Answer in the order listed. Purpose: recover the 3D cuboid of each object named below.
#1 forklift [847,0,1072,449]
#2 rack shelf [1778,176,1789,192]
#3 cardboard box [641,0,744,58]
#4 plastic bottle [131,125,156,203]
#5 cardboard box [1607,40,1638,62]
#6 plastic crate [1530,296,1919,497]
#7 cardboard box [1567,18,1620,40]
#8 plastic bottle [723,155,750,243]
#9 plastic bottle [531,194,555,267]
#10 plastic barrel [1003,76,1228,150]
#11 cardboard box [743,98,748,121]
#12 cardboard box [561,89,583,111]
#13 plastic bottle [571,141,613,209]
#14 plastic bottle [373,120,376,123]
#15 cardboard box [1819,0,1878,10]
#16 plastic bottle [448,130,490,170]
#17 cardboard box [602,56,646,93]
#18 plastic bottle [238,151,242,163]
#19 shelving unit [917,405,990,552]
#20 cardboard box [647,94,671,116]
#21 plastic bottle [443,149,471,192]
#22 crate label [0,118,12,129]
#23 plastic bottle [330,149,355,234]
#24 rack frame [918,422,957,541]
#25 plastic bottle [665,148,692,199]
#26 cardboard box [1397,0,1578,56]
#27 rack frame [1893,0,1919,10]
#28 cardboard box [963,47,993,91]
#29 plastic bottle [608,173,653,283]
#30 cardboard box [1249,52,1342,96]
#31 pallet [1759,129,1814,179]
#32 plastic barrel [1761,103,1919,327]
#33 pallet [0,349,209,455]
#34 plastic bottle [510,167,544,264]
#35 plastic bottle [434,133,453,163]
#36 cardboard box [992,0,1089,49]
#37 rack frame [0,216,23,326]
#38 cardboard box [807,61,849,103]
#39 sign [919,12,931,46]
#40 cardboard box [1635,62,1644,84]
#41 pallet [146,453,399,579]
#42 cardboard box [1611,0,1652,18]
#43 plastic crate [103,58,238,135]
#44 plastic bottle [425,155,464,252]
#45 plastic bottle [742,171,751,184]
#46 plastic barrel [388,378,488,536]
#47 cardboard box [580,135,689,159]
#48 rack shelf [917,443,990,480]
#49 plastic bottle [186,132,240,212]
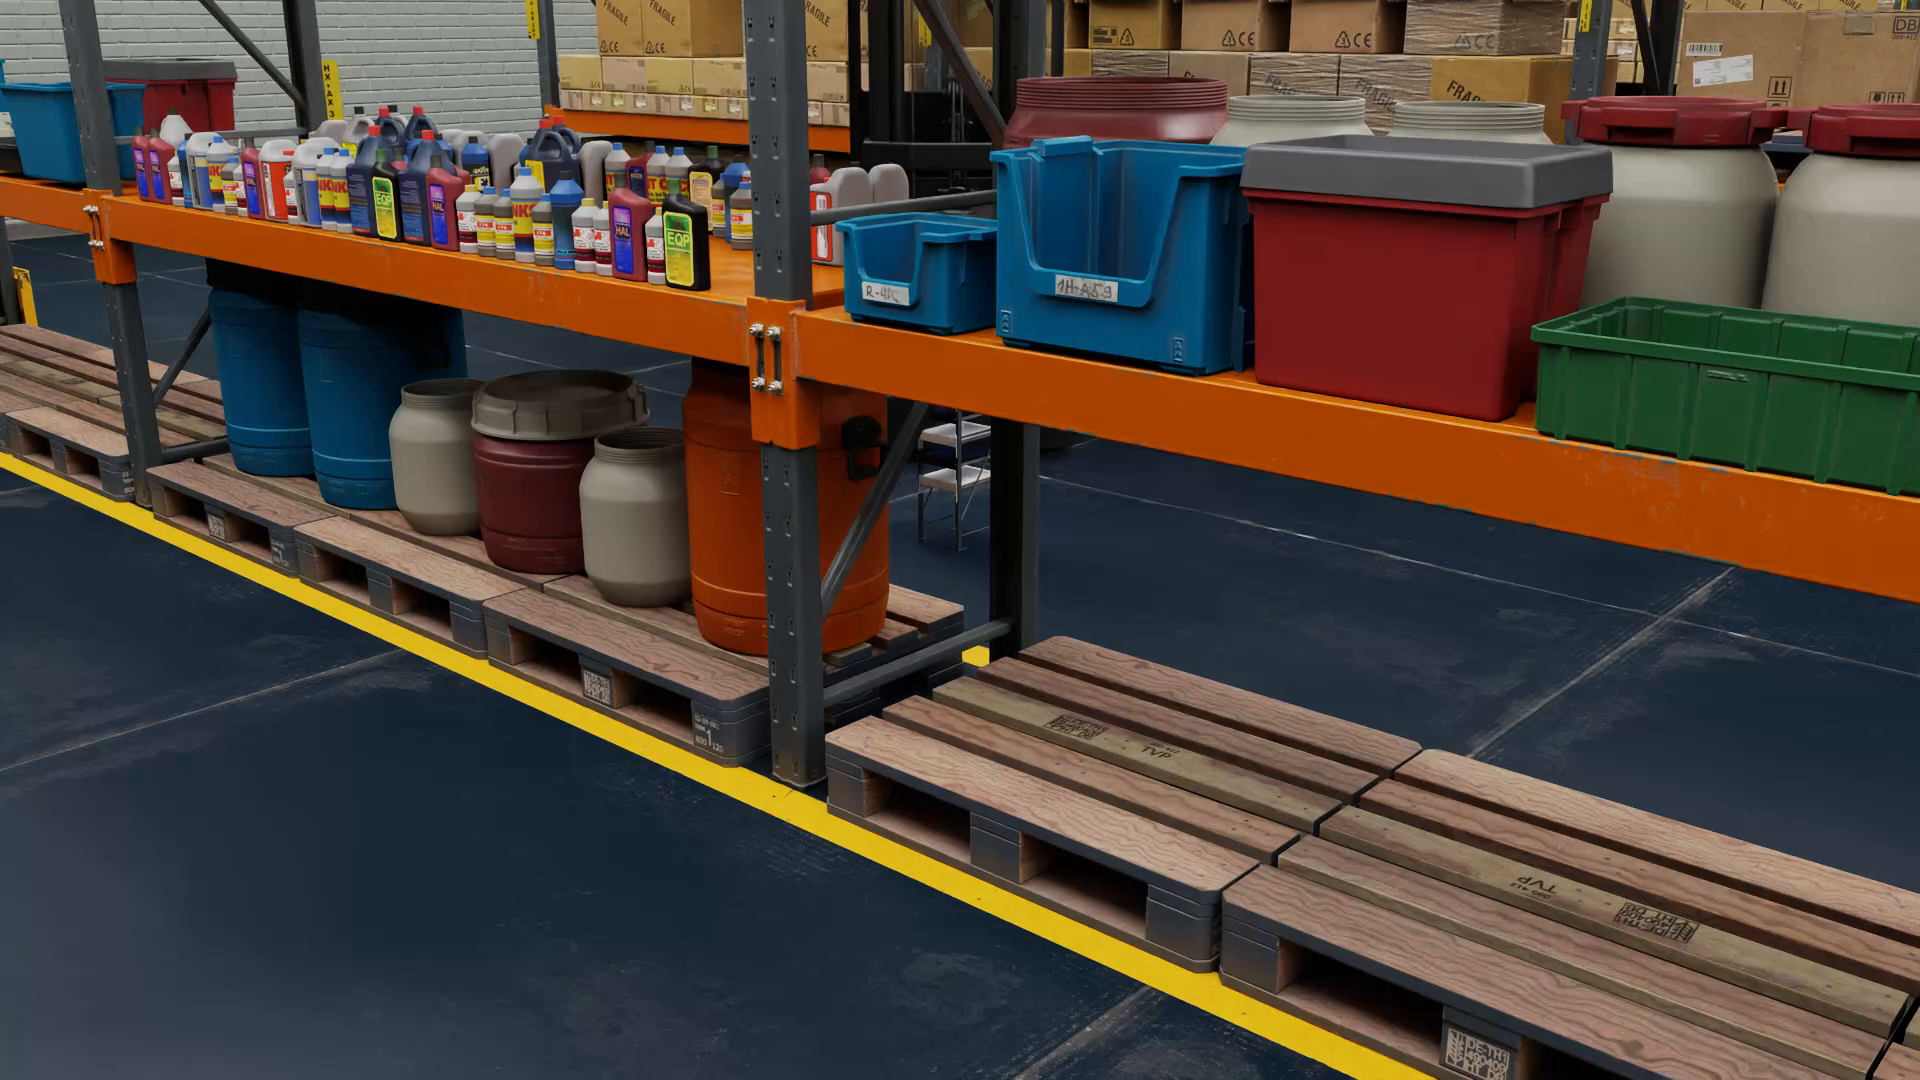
[{"bbox_3d":[-0.025,-2.208,8.725,1.130,2.935,3.031,0,18,-1],"label":"forklift"},{"bbox_3d":[4.646,-1.252,6.788,4.000,0.370,1.077,15,23,39],"label":"rack shelf"},{"bbox_3d":[-1.888,-3.670,11.734,0.500,0.500,0.500,14,23,38],"label":"cardboard box"},{"bbox_3d":[-3.138,-1.454,6.426,0.133,0.283,0.061,15,23,39],"label":"plastic bottle"},{"bbox_3d":[4.880,-3.576,12.149,0.250,0.149,0.380,16,23,41],"label":"cardboard box"},{"bbox_3d":[1.365,-0.258,2.816,0.662,0.188,0.450,15,23,39],"label":"plastic crate"},{"bbox_3d":[4.688,-3.770,12.269,0.250,0.149,0.380,16,24,41],"label":"cardboard box"},{"bbox_3d":[-0.701,-1.083,5.280,0.097,0.271,0.097,0,18,0],"label":"plastic bottle"},{"bbox_3d":[-1.188,-0.898,4.812,0.097,0.201,0.097,0,18,0],"label":"plastic bottle"},{"bbox_3d":[0.411,-0.916,4.316,0.708,0.536,0.600,15,23,39],"label":"plastic barrel"},{"bbox_3d":[-1.248,-2.925,11.286,0.250,0.149,0.380,15,23,38],"label":"cardboard box"},{"bbox_3d":[-2.787,-3.337,12.584,0.250,0.149,0.380,15,23,40],"label":"cardboard box"},{"bbox_3d":[-1.284,-1.256,5.814,0.135,0.276,0.152,15,23,39],"label":"plastic bottle"},{"bbox_3d":[-2.416,-1.582,6.829,0.133,0.283,0.061,15,23,39],"label":"plastic bottle"},{"bbox_3d":[8.412,-5.010,15.622,0.500,0.500,0.500,15,23,39],"label":"cardboard box"},{"bbox_3d":[-1.869,-1.413,6.309,0.135,0.276,0.152,15,23,39],"label":"plastic bottle"},{"bbox_3d":[-2.260,-3.413,12.163,0.500,0.250,0.500,15,23,39],"label":"cardboard box"},{"bbox_3d":[-2.693,-1.364,6.279,0.097,0.201,0.097,0,18,0],"label":"plastic bottle"},{"bbox_3d":[-0.006,-0.431,6.481,0.210,0.900,0.258,15,23,39],"label":"shelving unit"},{"bbox_3d":[-2.017,-3.131,11.935,0.250,0.149,0.380,14,23,38],"label":"cardboard box"},{"bbox_3d":[-1.620,-1.104,5.326,0.133,0.283,0.061,15,23,39],"label":"plastic bottle"},{"bbox_3d":[-4.959,-2.151,8.767,0.243,0.136,0.396,15,23,39],"label":"crate label"},{"bbox_3d":[-2.028,-1.157,5.512,0.097,0.271,0.097,0,18,0],"label":"plastic bottle"},{"bbox_3d":[-0.082,-0.451,6.545,0.006,0.900,0.240,15,23,39],"label":"rack frame"},{"bbox_3d":[-0.933,-1.170,5.553,0.097,0.271,0.097,0,18,0],"label":"plastic bottle"},{"bbox_3d":[2.614,-2.673,8.252,0.637,0.503,0.797,16,24,41],"label":"cardboard box"},{"bbox_3d":[6.518,-3.099,11.417,0.127,3.000,1.000,15,23,39],"label":"rack frame"},{"bbox_3d":[0.337,-2.699,9.991,0.500,0.500,0.500,15,23,39],"label":"cardboard box"},{"bbox_3d":[-0.896,-0.852,4.529,0.133,0.283,0.061,15,23,39],"label":"plastic bottle"},{"bbox_3d":[1.857,-2.292,8.711,0.500,0.500,0.500,14,22,38],"label":"cardboard box"},{"bbox_3d":[3.754,-1.786,7.599,1.003,0.211,1.213,15,23,39],"label":"pallet"},{"bbox_3d":[1.736,-0.527,3.088,0.433,0.535,0.433,0,18,0],"label":"plastic barrel"},{"bbox_3d":[-4.621,-0.734,8.576,1.213,0.211,1.003,15,23,39],"label":"pallet"},{"bbox_3d":[-1.261,-0.951,4.863,0.097,0.271,0.097,0,18,0],"label":"plastic bottle"},{"bbox_3d":[-1.937,-1.378,6.209,0.097,0.271,0.097,0,18,0],"label":"plastic bottle"},{"bbox_3d":[0.642,-3.199,9.910,0.637,0.503,0.797,14,23,38],"label":"cardboard box"},{"bbox_3d":[-6.121,-2.482,9.475,0.127,3.000,1.000,15,23,39],"label":"rack frame"},{"bbox_3d":[-0.734,-3.003,10.871,0.500,0.250,0.500,16,24,41],"label":"cardboard box"},{"bbox_3d":[-0.209,-3.124,9.936,0.005,0.325,0.100,15,23,39],"label":"sign"},{"bbox_3d":[5.081,-3.381,12.026,0.250,0.149,0.380,14,22,37],"label":"cardboard box"},{"bbox_3d":[-2.580,-0.186,6.848,1.213,0.211,1.003,15,23,39],"label":"pallet"},{"bbox_3d":[6.875,-5.413,16.891,0.500,0.500,0.500,15,23,40],"label":"cardboard box"},{"bbox_3d":[-3.630,-1.974,7.669,0.583,0.464,0.402,15,23,39],"label":"plastic crate"},{"bbox_3d":[-1.578,-1.035,5.106,0.133,0.283,0.061,15,23,39],"label":"plastic bottle"},{"bbox_3d":[-0.592,-1.070,5.229,0.135,0.276,0.152,15,23,39],"label":"plastic bottle"},{"bbox_3d":[-1.841,-0.305,6.032,0.421,0.512,0.421,0,18,0],"label":"plastic barrel"},{"bbox_3d":[-2.301,-2.680,12.916,0.875,0.875,0.875,15,23,39],"label":"cardboard box"},{"bbox_3d":[-0.006,-0.313,6.518,0.200,0.077,0.258,15,23,39],"label":"rack shelf"},{"bbox_3d":[-2.762,-1.368,6.167,0.135,0.276,0.152,15,23,39],"label":"plastic bottle"}]
